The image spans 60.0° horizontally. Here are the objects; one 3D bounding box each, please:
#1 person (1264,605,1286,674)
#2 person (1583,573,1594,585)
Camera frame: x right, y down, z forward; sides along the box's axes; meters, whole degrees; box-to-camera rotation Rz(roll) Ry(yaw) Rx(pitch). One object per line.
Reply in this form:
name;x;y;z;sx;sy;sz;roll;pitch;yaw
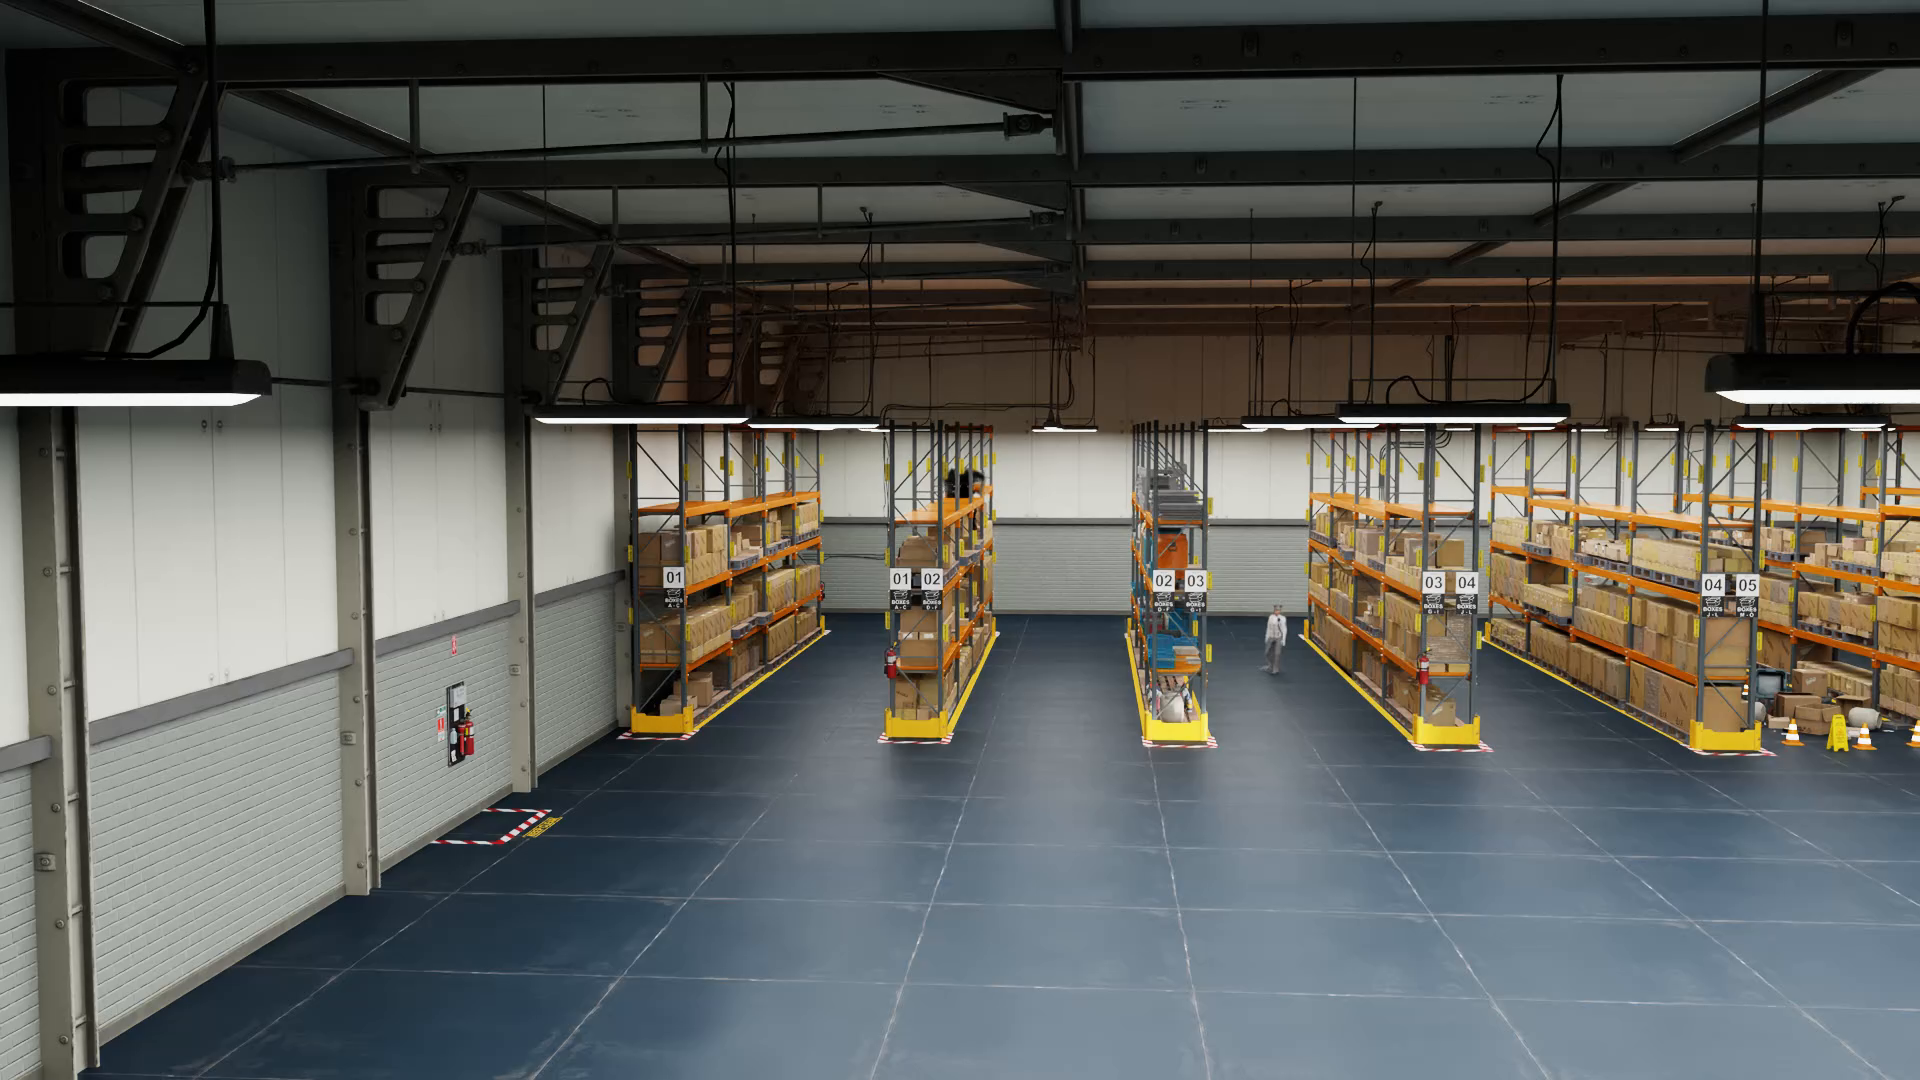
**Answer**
person;7.568;2.379;39.905;0.590;1.699;0.466;2;4;33
person;17.848;1.835;47.270;0.845;1.817;0.639;0;4;-3
